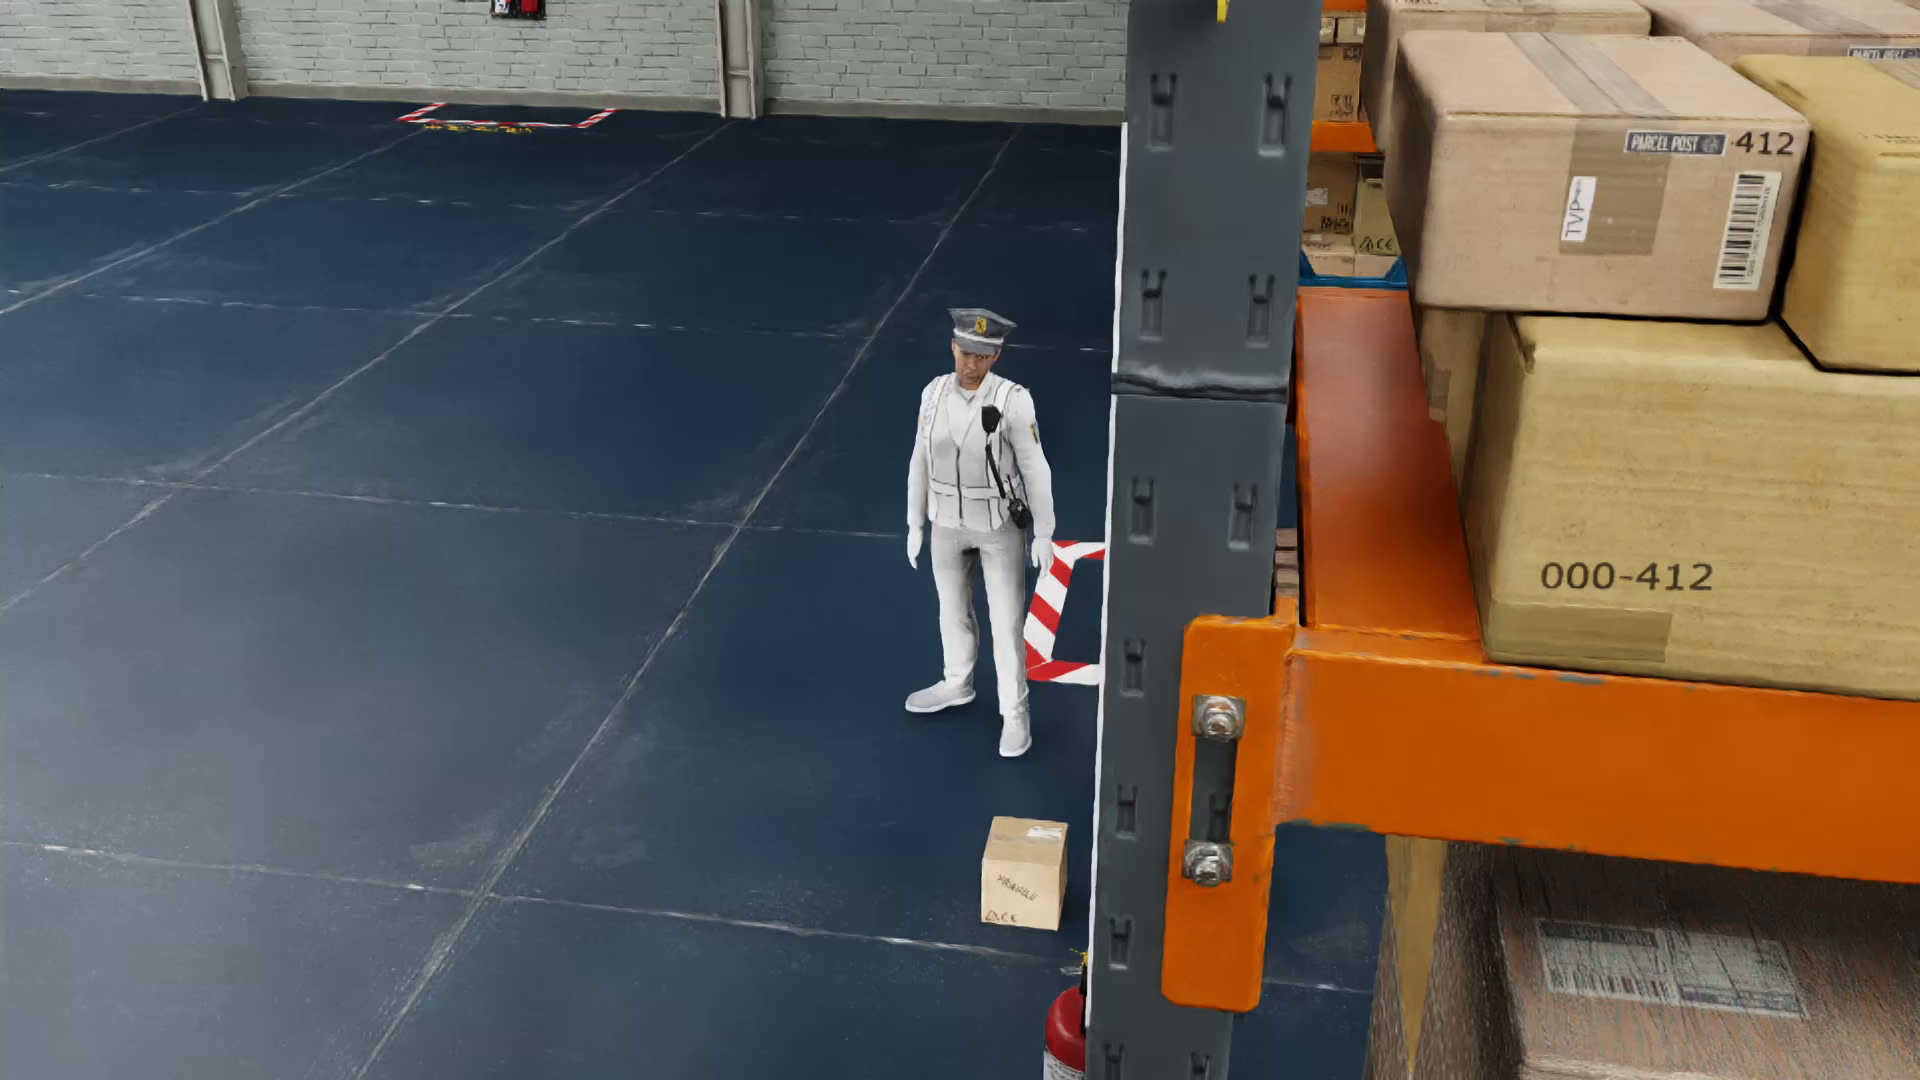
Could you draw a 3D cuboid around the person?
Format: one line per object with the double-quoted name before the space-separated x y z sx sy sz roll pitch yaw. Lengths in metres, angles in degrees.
"person" 0.060 -0.045 6.131 0.608 1.689 0.356 12 28 24
